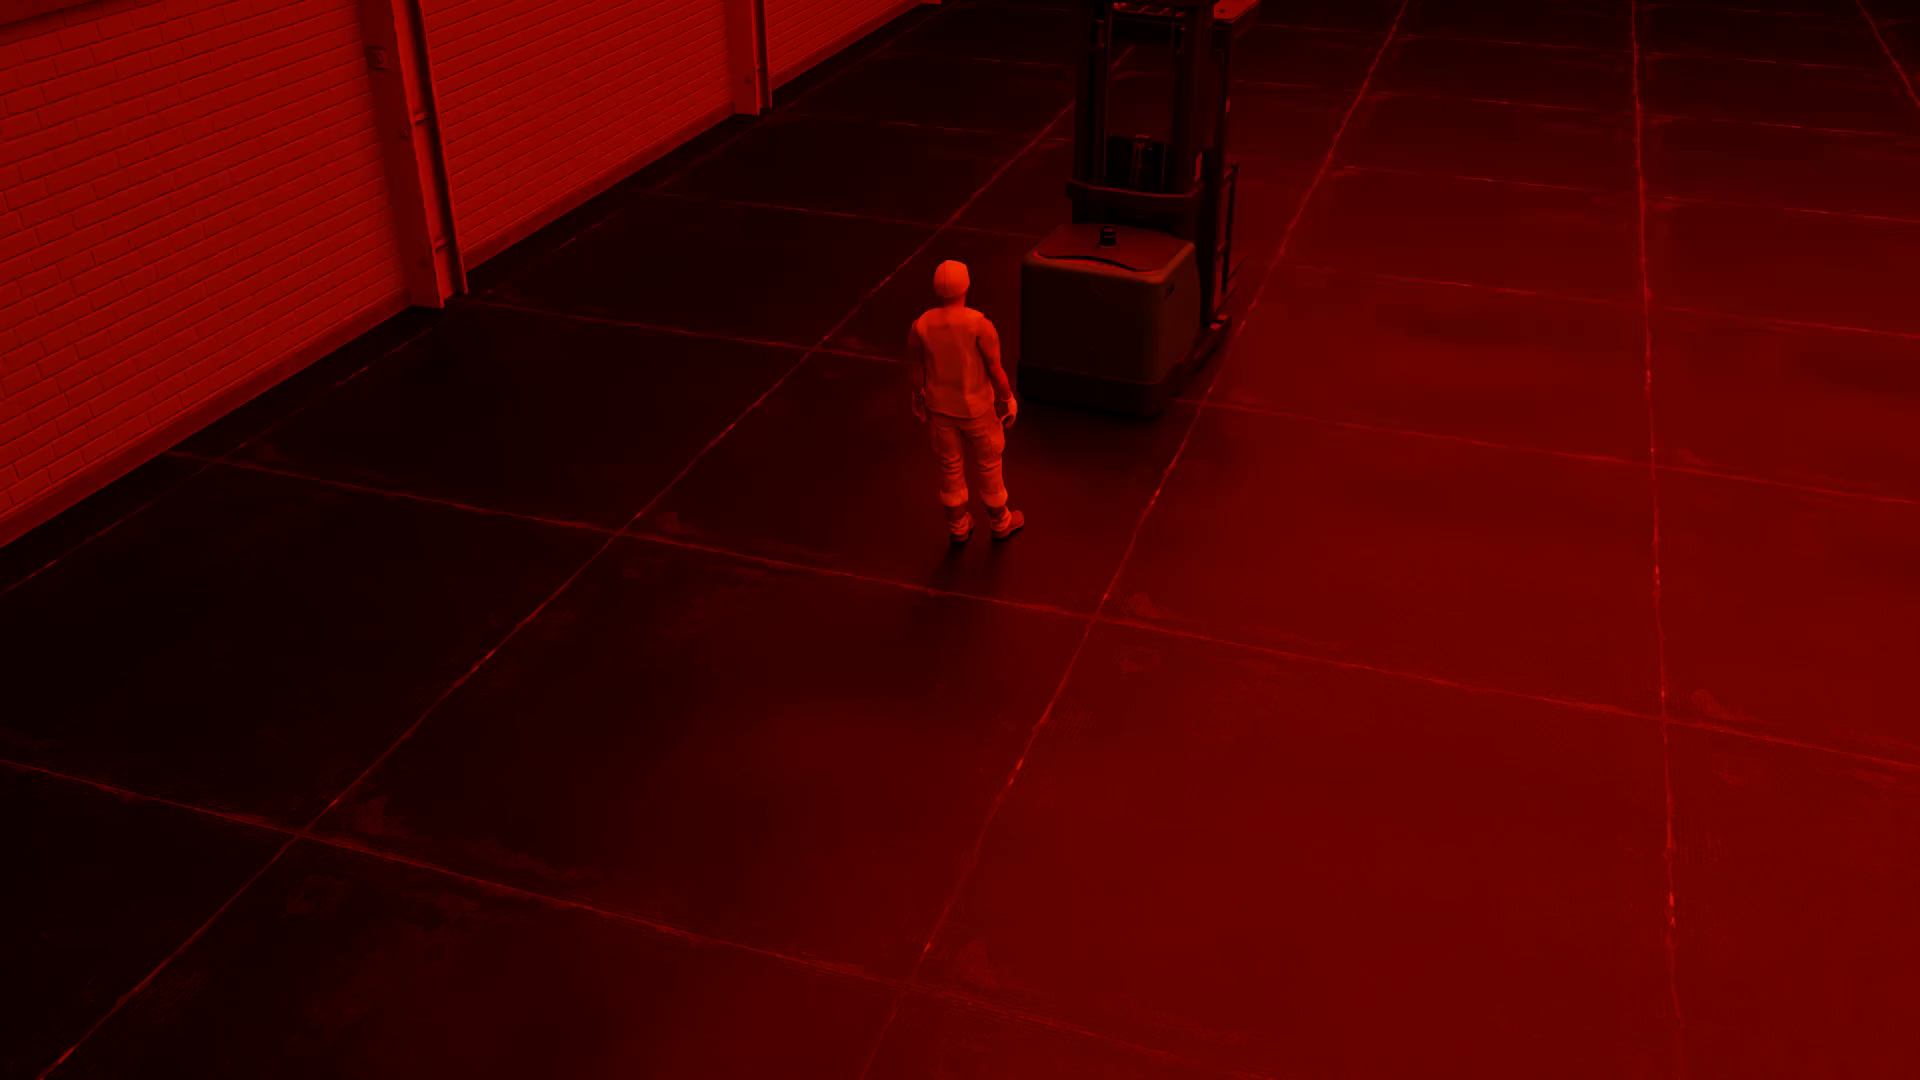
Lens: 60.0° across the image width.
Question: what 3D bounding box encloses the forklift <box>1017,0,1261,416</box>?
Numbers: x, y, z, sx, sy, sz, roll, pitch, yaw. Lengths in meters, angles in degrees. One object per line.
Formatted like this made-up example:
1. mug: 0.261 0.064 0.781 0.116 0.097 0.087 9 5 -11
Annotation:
1. forklift: 1.459 -2.838 12.115 1.130 2.935 3.031 12 32 20

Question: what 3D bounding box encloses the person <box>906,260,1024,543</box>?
1. person: 0.038 -0.819 9.711 0.637 1.787 0.564 10 31 16
